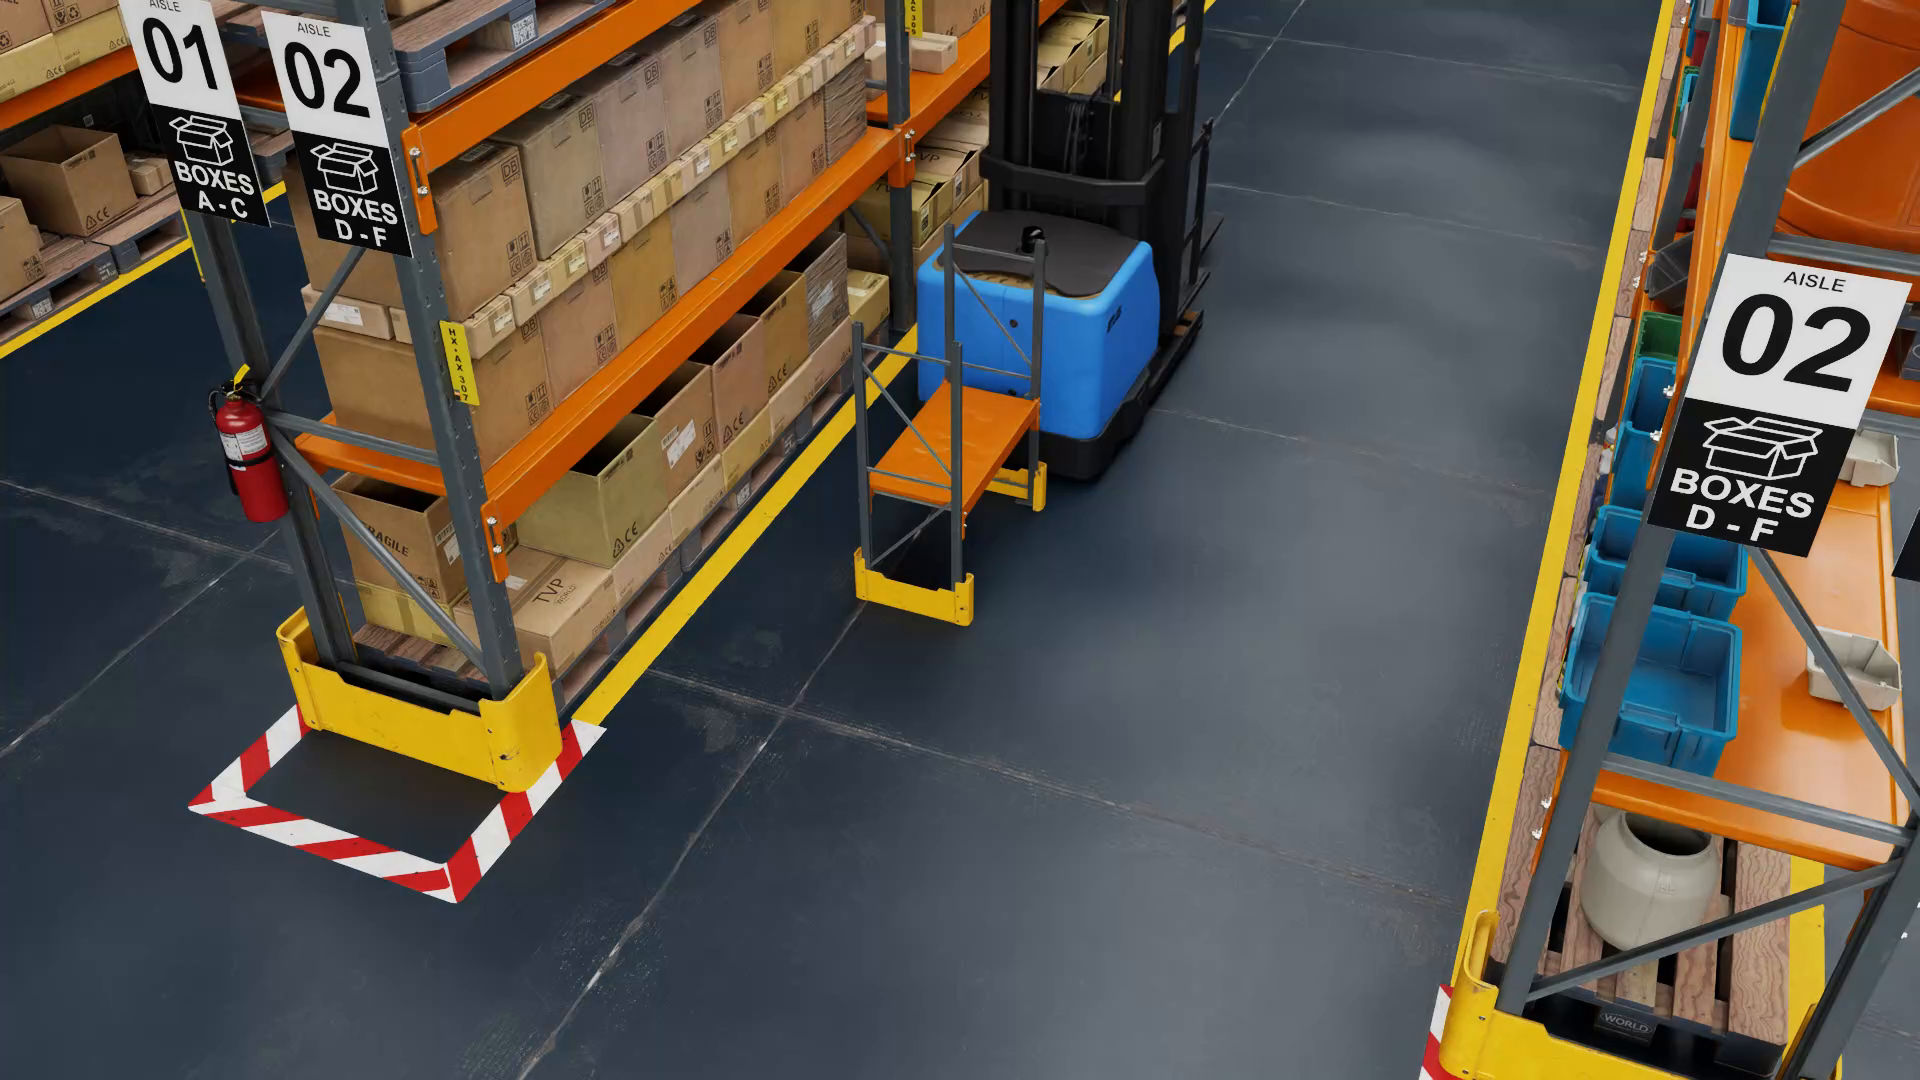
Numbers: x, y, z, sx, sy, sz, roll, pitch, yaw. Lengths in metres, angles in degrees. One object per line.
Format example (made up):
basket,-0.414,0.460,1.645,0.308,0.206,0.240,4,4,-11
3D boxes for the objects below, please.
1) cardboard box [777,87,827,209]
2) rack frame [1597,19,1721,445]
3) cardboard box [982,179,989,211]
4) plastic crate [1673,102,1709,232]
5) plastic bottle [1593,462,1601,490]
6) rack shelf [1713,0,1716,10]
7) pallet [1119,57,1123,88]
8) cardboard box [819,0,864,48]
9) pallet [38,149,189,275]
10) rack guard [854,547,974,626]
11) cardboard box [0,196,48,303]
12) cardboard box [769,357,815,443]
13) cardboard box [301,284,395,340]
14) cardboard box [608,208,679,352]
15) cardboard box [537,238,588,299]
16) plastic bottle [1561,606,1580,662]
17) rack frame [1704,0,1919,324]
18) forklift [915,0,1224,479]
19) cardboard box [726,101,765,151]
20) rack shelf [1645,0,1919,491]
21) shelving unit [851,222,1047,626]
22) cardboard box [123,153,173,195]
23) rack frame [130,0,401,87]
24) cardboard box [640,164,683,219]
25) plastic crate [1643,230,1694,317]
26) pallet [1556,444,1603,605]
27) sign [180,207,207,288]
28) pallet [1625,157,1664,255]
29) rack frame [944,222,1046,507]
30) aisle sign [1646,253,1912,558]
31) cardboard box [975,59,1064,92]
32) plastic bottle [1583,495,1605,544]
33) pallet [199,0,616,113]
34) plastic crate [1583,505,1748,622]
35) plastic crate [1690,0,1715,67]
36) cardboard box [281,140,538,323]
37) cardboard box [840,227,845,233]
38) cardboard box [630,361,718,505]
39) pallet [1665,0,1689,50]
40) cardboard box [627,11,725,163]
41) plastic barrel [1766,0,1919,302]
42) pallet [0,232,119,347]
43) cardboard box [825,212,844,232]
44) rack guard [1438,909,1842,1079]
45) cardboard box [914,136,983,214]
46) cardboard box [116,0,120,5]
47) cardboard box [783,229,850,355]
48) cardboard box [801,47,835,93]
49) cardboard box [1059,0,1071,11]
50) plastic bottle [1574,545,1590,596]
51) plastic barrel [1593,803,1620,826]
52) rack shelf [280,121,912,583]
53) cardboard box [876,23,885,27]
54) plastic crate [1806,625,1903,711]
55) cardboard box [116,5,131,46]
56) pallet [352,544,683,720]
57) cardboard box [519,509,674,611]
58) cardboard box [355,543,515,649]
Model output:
cardboard box,-1.119,-2.090,8.558,0.700,0.500,0.500,13,39,17
rack frame,3.818,-1.460,7.799,1.000,3.000,0.127,14,39,18
cardboard box,0.011,-2.394,10.995,0.500,0.250,0.500,13,39,16
plastic crate,3.719,-1.823,8.232,0.402,0.464,0.583,14,39,18
plastic bottle,3.214,-0.326,8.252,0.097,0.201,0.097,0,37,0
rack shelf,4.579,-3.481,8.598,1.077,0.370,4.000,14,39,18
pallet,1.079,-4.093,13.651,1.003,0.211,1.213,14,39,18
cardboard box,-0.925,-2.903,8.563,0.700,0.500,0.500,14,39,18
pallet,-5.567,-2.220,11.145,1.003,0.211,1.213,14,39,18
rack guard,-0.218,0.218,7.851,0.587,0.250,0.087,14,39,18
cardboard box,-5.978,-1.750,9.908,0.700,0.500,0.500,11,38,15
cardboard box,-1.112,-0.796,8.857,0.500,0.250,0.500,14,39,18
cardboard box,-2.315,-0.931,6.466,0.380,0.149,0.250,13,39,17
cardboard box,-1.705,-1.237,7.417,0.700,0.500,0.500,14,39,18
cardboard box,-1.741,-1.128,6.730,0.380,0.149,0.250,14,39,18
plastic bottle,2.710,0.419,7.192,0.152,0.276,0.135,14,39,18
rack frame,2.296,-1.648,3.040,1.000,3.000,0.127,14,39,18
forklift,0.810,-2.370,9.074,1.130,2.935,3.031,14,39,18
cardboard box,-1.152,-1.988,7.881,0.380,0.149,0.250,15,39,19
rack shelf,3.057,-1.266,5.635,1.077,0.370,4.000,14,39,18
shelving unit,-0.029,-0.559,7.846,0.587,1.500,1.083,14,39,18
cardboard box,-5.520,-2.455,11.130,0.380,0.166,0.250,9,38,12
rack frame,-2.284,-2.779,4.553,1.000,3.000,0.127,14,39,18
cardboard box,-1.447,-1.557,7.304,0.380,0.149,0.250,13,39,17
plastic crate,3.501,-1.174,7.469,0.767,0.338,0.504,14,39,18
pallet,3.523,0.019,8.149,1.003,0.211,1.213,14,39,18
sign,-2.780,-1.066,6.107,0.100,0.325,0.005,14,39,18
pallet,5.009,-2.138,11.035,1.003,0.211,1.213,14,39,18
rack frame,0.161,-0.835,8.216,0.500,1.500,0.032,14,39,18
aisle sign,1.994,-0.314,4.095,0.394,0.787,0.004,14,39,18
cardboard box,0.402,-3.182,11.581,0.500,0.311,0.500,14,39,17
plastic bottle,3.055,-0.118,7.849,0.144,0.351,0.185,12,38,16
pallet,-1.991,-1.927,5.993,1.003,0.211,1.213,14,39,18
plastic crate,2.462,0.111,5.822,0.499,0.251,0.408,14,39,18
plastic crate,4.442,-2.875,9.639,0.402,0.464,0.583,14,39,18
cardboard box,-2.074,-1.220,6.312,0.700,0.500,0.500,14,39,18
cardboard box,-0.872,-1.953,10.405,0.500,0.250,0.500,13,39,17
cardboard box,-1.507,-0.546,7.896,0.500,0.500,0.500,14,39,18
pallet,6.529,-4.355,14.001,1.003,0.211,1.213,14,39,18
cardboard box,-1.498,-2.069,7.447,0.700,0.500,0.500,14,39,18
plastic barrel,2.363,-1.085,4.083,0.600,0.830,0.708,14,39,18
pallet,-6.030,-1.542,10.238,1.003,0.211,1.213,14,39,18
cardboard box,-0.873,-2.171,10.229,0.500,0.311,0.500,14,39,18
rack guard,2.281,1.703,5.655,1.175,0.500,0.348,14,39,18
cardboard box,-0.179,-2.330,10.441,0.500,0.311,0.500,13,39,17
cardboard box,-5.238,-3.633,10.189,0.500,0.500,0.500,14,39,18
cardboard box,-0.937,-1.377,9.008,0.500,0.500,0.500,14,39,18
cardboard box,-0.860,-2.409,8.444,0.380,0.149,0.250,13,39,16
cardboard box,0.899,-4.551,13.656,0.500,0.500,0.500,15,39,20
plastic bottle,2.893,0.117,7.534,0.144,0.351,0.185,14,39,17
plastic barrel,2.666,0.924,6.338,0.421,0.512,0.421,0,37,0
rack shelf,-1.523,-1.195,8.046,1.077,0.370,4.000,14,39,18
cardboard box,-0.597,-3.065,10.059,0.396,0.266,0.258,13,39,17
plastic crate,2.934,0.438,5.480,0.298,0.136,0.250,14,39,18
cardboard box,-5.244,-3.333,10.414,0.500,0.250,0.500,14,39,18
pallet,-2.032,0.308,7.763,1.003,0.211,1.213,14,39,18
cardboard box,-1.687,0.034,7.747,0.500,0.250,0.500,14,39,18
cardboard box,-2.353,0.193,7.533,0.500,0.250,0.500,14,39,18
